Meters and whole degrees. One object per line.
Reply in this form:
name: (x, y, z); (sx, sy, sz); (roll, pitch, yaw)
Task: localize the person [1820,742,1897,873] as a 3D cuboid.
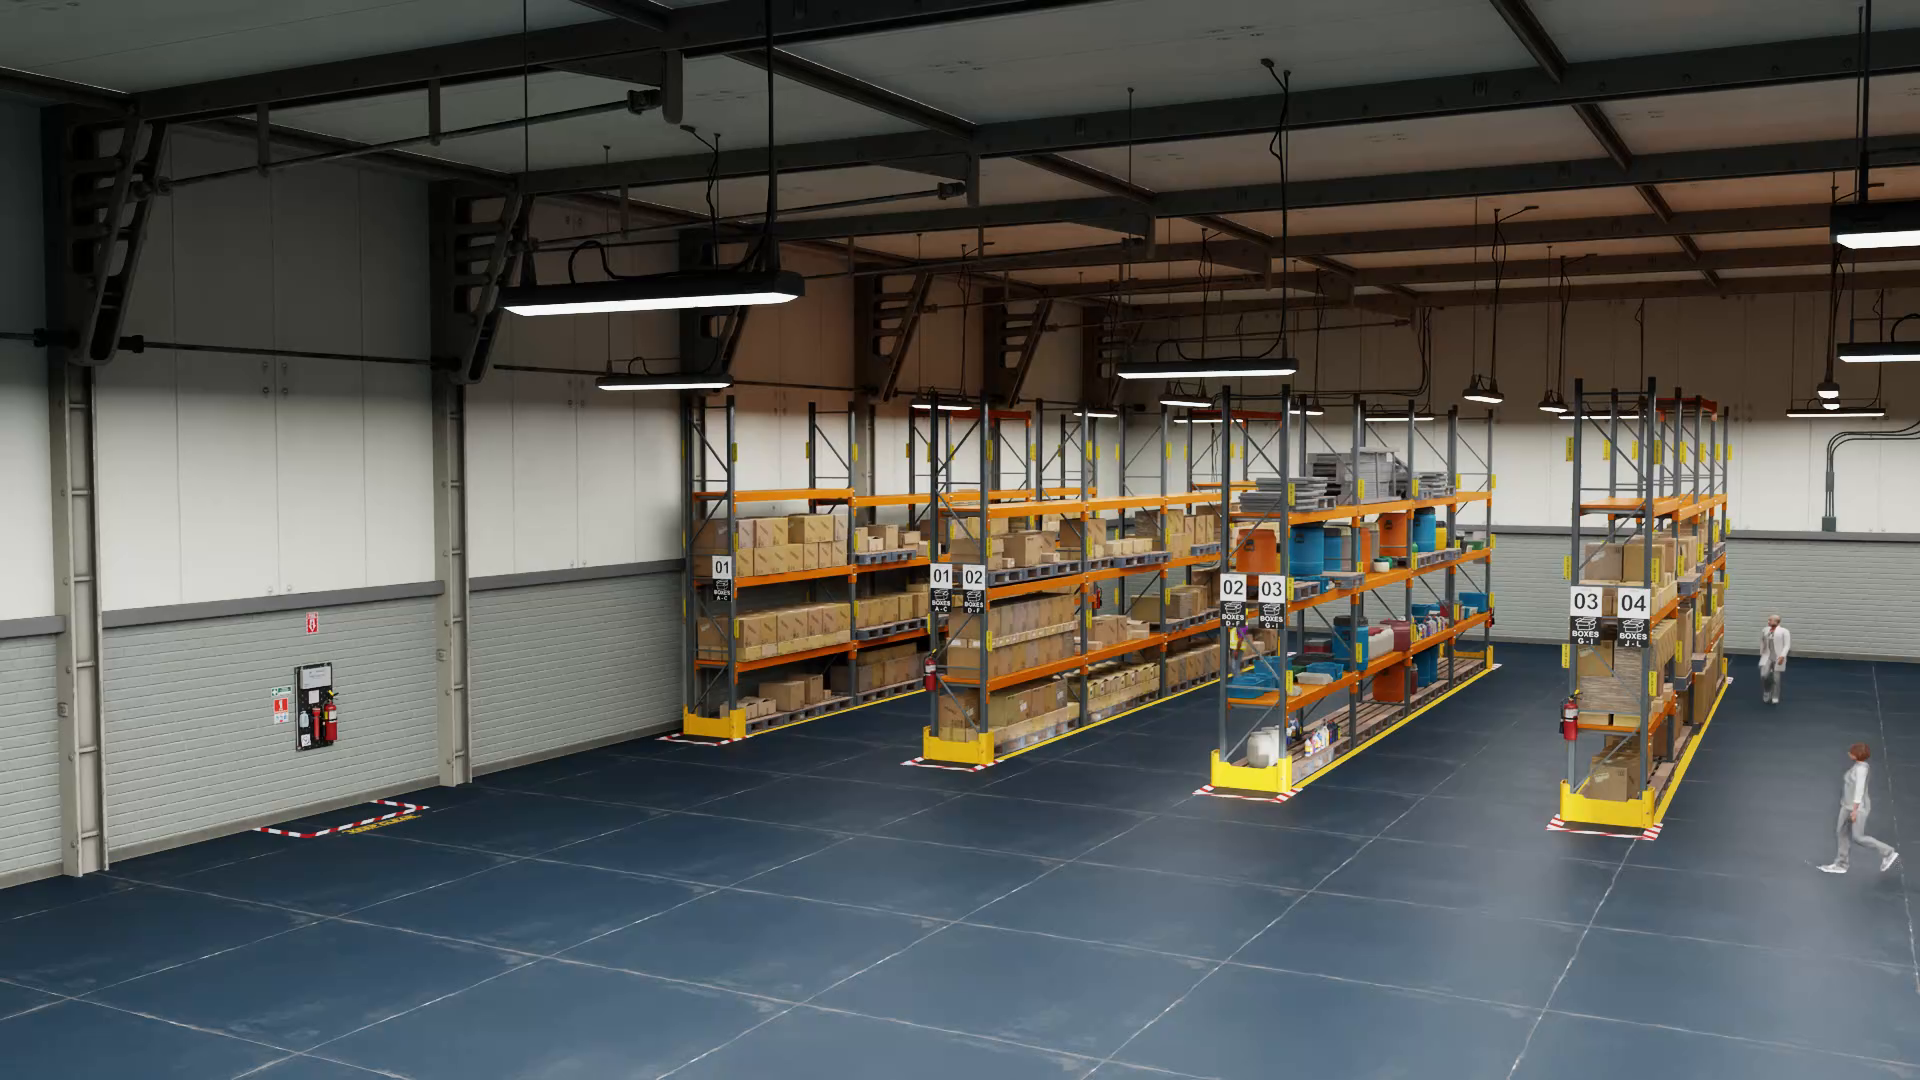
person: (10.639, 3.173, 19.637); (0.760, 1.577, 0.407); (0, 3, 4)

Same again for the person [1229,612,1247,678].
person: (5.735, 2.317, 34.679); (0.558, 1.797, 0.590); (-1, 3, -10)

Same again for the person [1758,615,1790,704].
person: (16.155, 2.375, 33.010); (0.568, 1.755, 0.659); (2, 3, 28)
